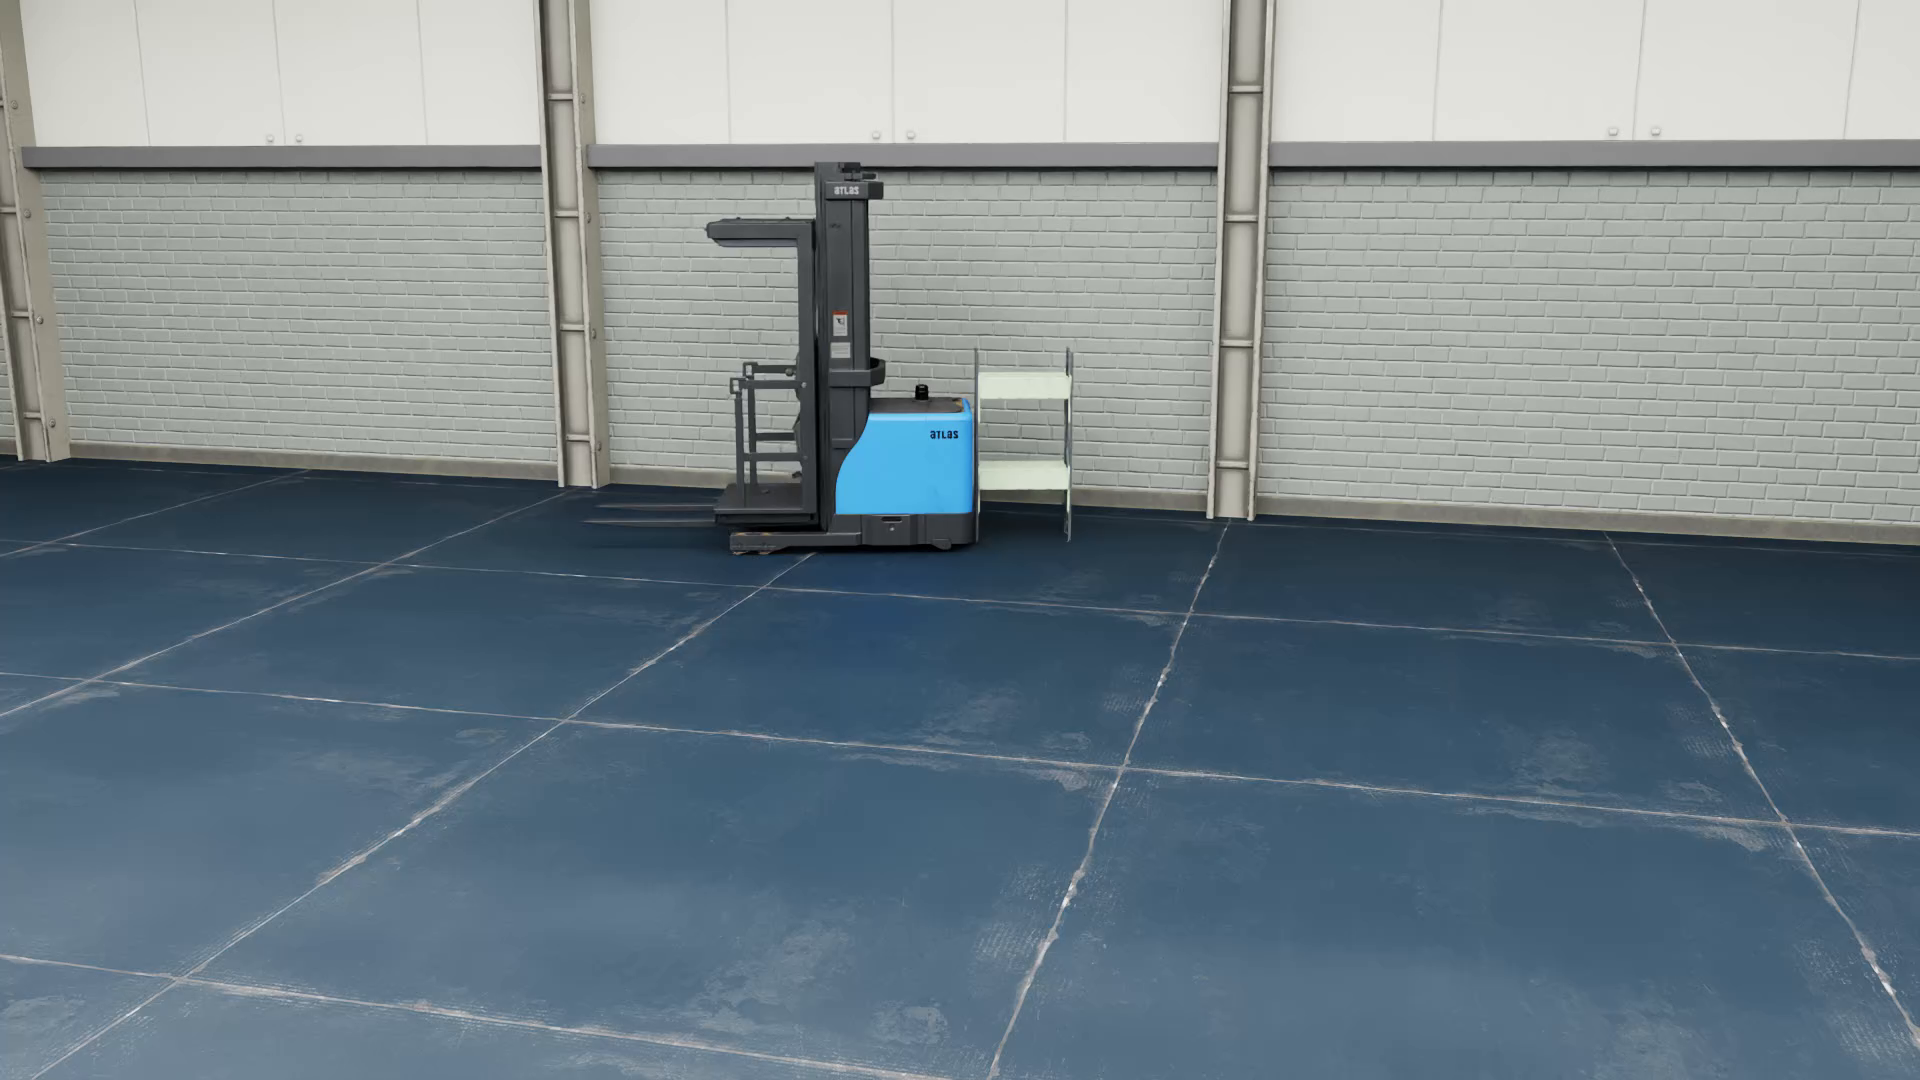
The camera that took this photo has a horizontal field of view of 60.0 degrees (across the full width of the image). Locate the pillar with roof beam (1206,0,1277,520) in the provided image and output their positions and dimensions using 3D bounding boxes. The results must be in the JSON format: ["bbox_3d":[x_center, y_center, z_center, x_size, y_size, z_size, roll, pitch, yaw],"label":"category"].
[{"bbox_3d":[1.283,-3.696,9.116,0.400,9.000,9.100,3,13,14],"label":"pillar with roof beam"}]

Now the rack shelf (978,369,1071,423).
[{"bbox_3d":[0.495,-1.140,13.109,0.720,0.370,0.431,0,13,-2],"label":"rack shelf"}]

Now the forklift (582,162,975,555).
[{"bbox_3d":[-1.414,-1.434,12.931,3.031,2.935,1.130,0,13,-2],"label":"forklift"}]

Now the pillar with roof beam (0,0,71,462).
[{"bbox_3d":[-10.367,-4.318,11.922,0.400,9.000,9.100,3,13,14],"label":"pillar with roof beam"}]

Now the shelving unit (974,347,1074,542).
[{"bbox_3d":[0.495,-0.759,13.194,0.755,1.500,0.431,0,13,-2],"label":"shelving unit"}]

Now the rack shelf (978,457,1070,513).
[{"bbox_3d":[0.495,-0.441,13.264,0.720,0.370,0.431,0,13,-2],"label":"rack shelf"}]

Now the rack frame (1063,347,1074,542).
[{"bbox_3d":[0.861,-0.762,13.204,0.023,1.500,0.400,0,13,-2],"label":"rack frame"}]

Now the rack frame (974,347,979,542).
[{"bbox_3d":[0.130,-0.757,13.183,0.023,1.500,0.400,0,13,-2],"label":"rack frame"}]

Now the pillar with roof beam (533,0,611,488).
[{"bbox_3d":[-4.542,-4.007,10.519,0.400,9.000,9.100,3,13,14],"label":"pillar with roof beam"}]
